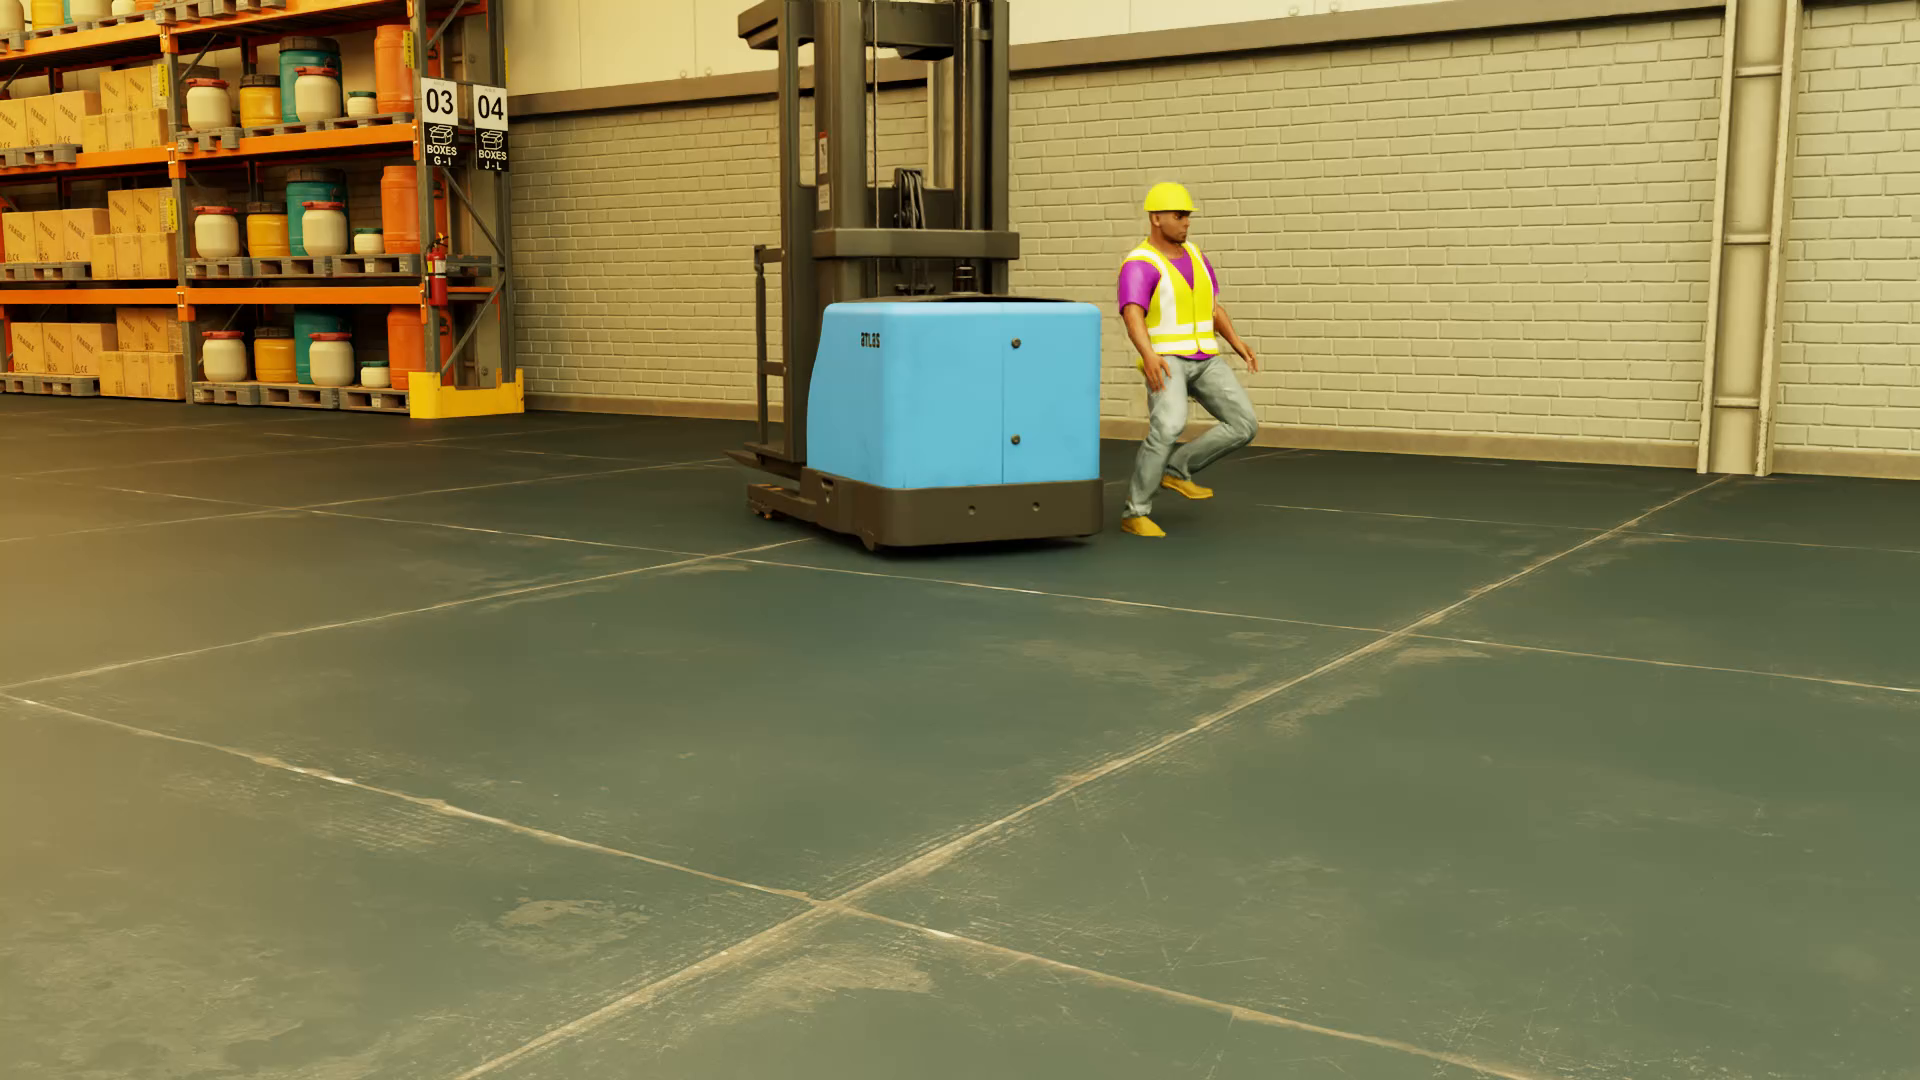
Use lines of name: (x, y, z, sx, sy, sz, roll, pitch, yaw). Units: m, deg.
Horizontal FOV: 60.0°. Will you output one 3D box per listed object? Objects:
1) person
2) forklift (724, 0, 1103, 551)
person: (1.061, -0.861, 7.956, 0.834, 1.678, 0.581, -6, 10, -35)
forklift: (-0.439, -1.573, 8.253, 1.130, 2.935, 3.031, -4, 9, -24)
